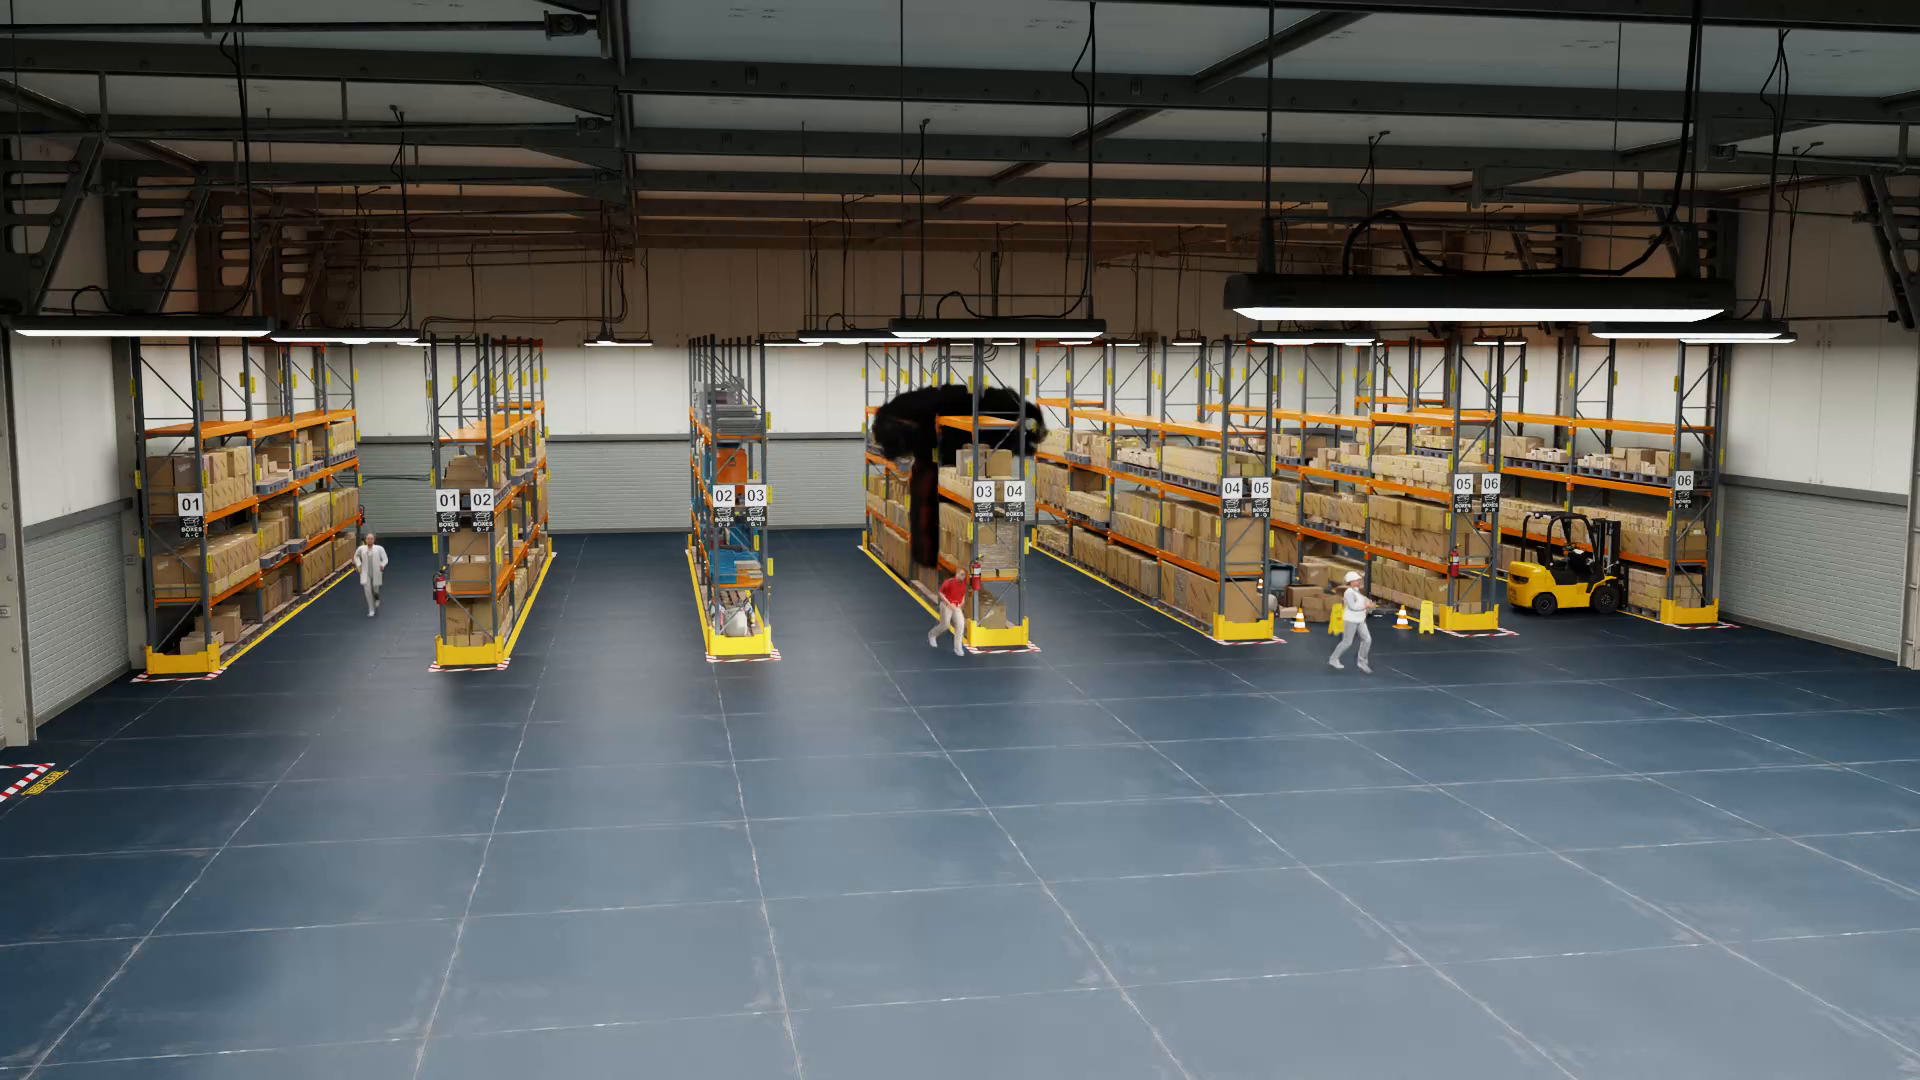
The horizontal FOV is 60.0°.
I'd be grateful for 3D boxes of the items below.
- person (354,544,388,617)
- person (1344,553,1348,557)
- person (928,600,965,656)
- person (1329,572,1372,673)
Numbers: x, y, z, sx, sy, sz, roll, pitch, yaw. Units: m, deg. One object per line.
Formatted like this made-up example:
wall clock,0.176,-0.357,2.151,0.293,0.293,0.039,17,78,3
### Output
person,-12.750,0.857,36.011,0.711,1.540,0.880,-2,7,-15
person,10.001,0.004,43.957,0.531,1.379,0.619,-3,7,-22
person,-0.237,1.616,31.506,0.408,1.108,1.015,-6,9,-44
person,6.950,1.465,29.519,0.731,1.831,0.445,4,8,32
